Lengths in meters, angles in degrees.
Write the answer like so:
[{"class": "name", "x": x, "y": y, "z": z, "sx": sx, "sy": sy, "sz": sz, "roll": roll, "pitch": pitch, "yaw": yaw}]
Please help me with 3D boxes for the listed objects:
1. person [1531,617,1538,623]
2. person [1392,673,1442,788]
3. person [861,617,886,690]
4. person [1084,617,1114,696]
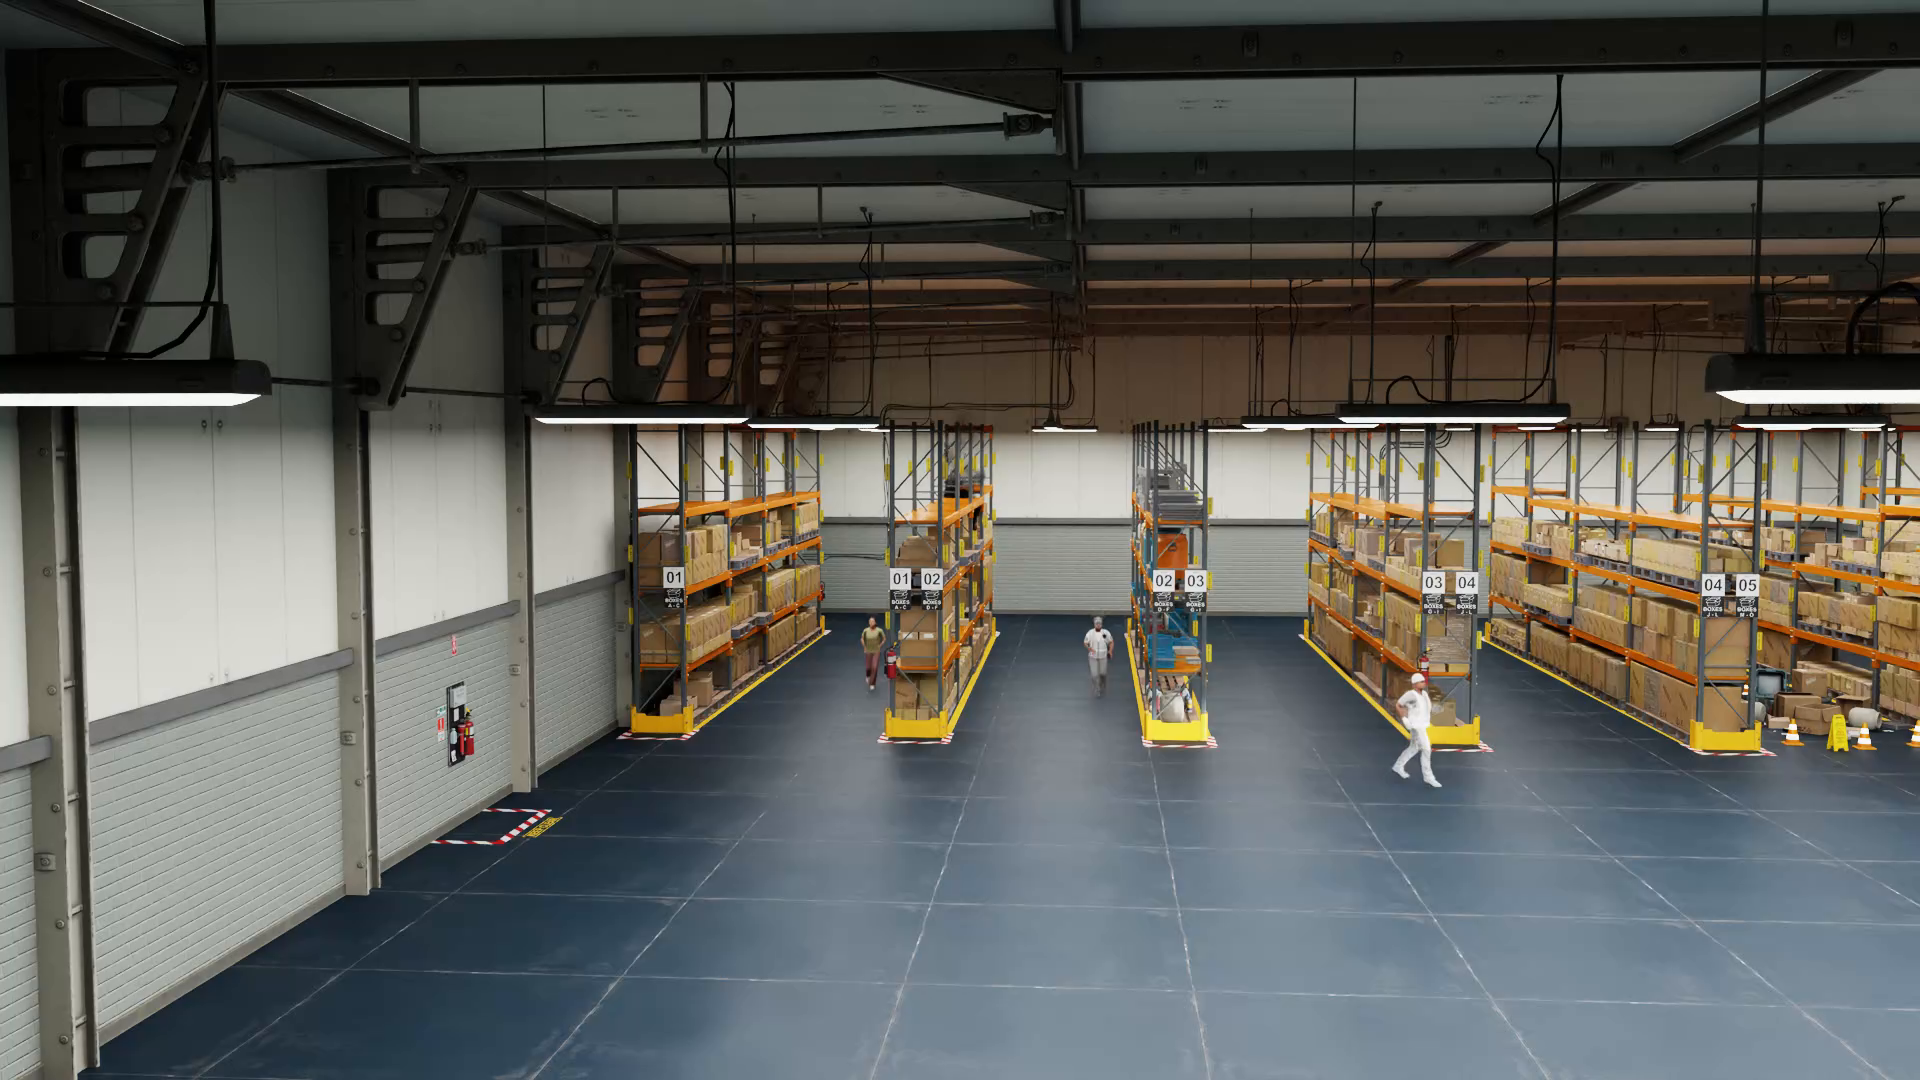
[{"class": "person", "x": 16.170, "y": 1.864, "z": 47.118, "sx": 0.695, "sy": 1.713, "sz": 0.683, "roll": -3, "pitch": 5, "yaw": -39}, {"class": "person", "x": 7.494, "y": 3.087, "z": 27.219, "sx": 0.898, "sy": 1.816, "sz": 0.672, "roll": 3, "pitch": 4, "yaw": 35}, {"class": "person", "x": -1.945, "y": 2.542, "z": 37.508, "sx": 0.574, "sy": 1.639, "sz": 0.586, "roll": 0, "pitch": 4, "yaw": 2}, {"class": "person", "x": 3.036, "y": 2.552, "z": 36.403, "sx": 0.658, "sy": 1.743, "sz": 0.591, "roll": 0, "pitch": 4, "yaw": 5}]
